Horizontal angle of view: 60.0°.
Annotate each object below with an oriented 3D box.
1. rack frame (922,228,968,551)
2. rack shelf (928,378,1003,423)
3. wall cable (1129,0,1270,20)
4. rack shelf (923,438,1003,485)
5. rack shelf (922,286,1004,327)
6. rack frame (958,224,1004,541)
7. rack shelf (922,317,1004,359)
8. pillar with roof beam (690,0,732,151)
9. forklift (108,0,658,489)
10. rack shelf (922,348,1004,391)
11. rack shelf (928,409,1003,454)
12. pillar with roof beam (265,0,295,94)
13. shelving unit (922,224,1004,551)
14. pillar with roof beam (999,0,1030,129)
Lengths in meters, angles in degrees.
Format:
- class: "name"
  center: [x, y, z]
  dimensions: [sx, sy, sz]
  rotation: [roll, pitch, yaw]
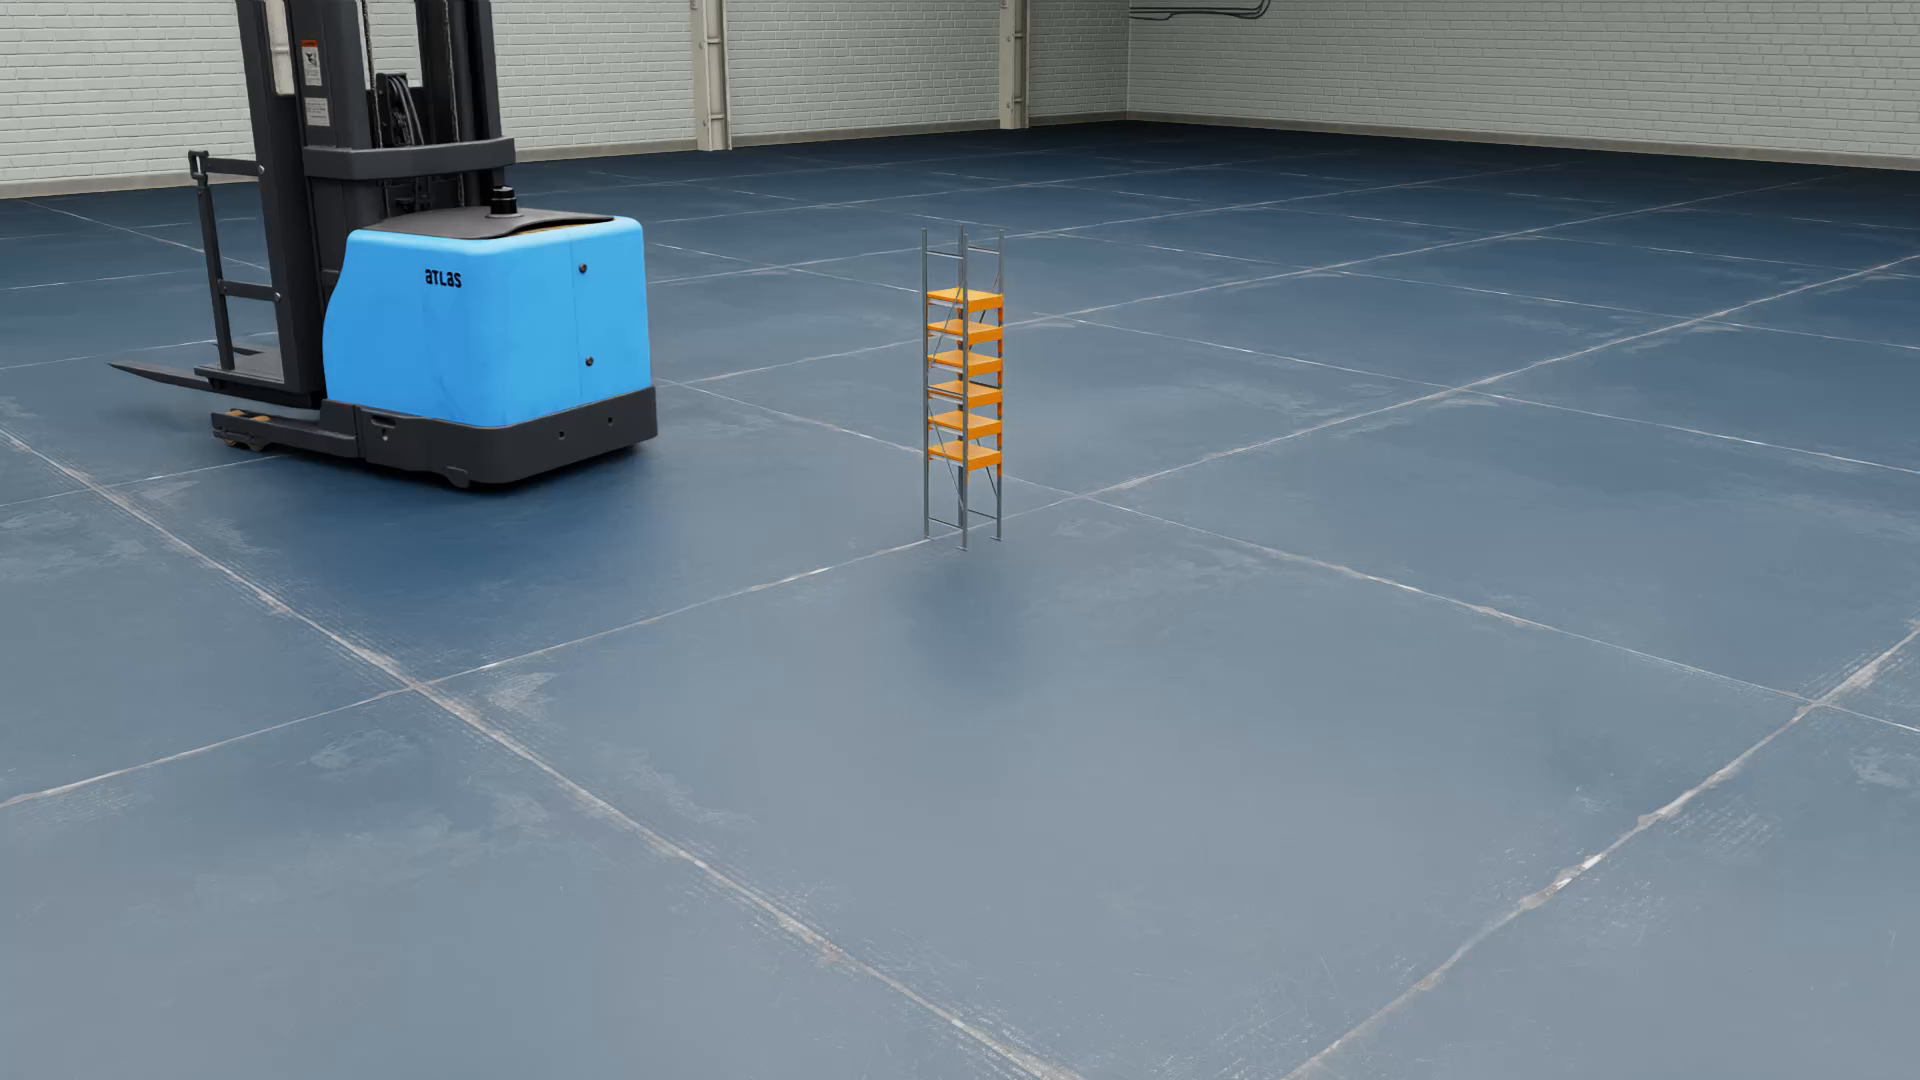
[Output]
- class: "rack frame"
  center: [-0.056, -0.554, 6.249]
  dimensions: [0.006, 1.200, 0.240]
  rotation: [-16, 24, -41]
- class: "rack shelf"
  center: [0.011, -0.532, 6.323]
  dimensions: [0.180, 0.103, 0.258]
  rotation: [-16, 24, -41]
- class: "wall cable"
  center: [3.935, -9.927, 27.547]
  dimensions: [0.112, 2.526, 3.097]
  rotation: [-16, 24, -41]
- class: "rack shelf"
  center: [0.011, -0.303, 6.397]
  dimensions: [0.180, 0.103, 0.258]
  rotation: [-16, 24, -41]
- class: "rack shelf"
  center: [0.011, -0.874, 6.212]
  dimensions: [0.180, 0.103, 0.258]
  rotation: [-16, 24, -41]
- class: "rack frame"
  center: [0.077, -0.593, 6.369]
  dimensions: [0.006, 1.200, 0.240]
  rotation: [-16, 24, -41]
- class: "rack shelf"
  center: [0.011, -0.760, 6.249]
  dimensions: [0.180, 0.103, 0.258]
  rotation: [-16, 24, -41]
- class: "pillar with roof beam"
  center: [-0.516, -8.840, 19.160]
  dimensions: [0.400, 9.000, 9.100]
  rotation: [-16, 24, -41]
- class: "forklift"
  center: [-2.932, -1.934, 7.696]
  dimensions: [3.031, 2.935, 1.130]
  rotation: [11, 21, 30]
- class: "rack shelf"
  center: [0.011, -0.646, 6.286]
  dimensions: [0.180, 0.103, 0.258]
  rotation: [-16, 24, -41]
- class: "rack shelf"
  center: [0.011, -0.417, 6.360]
  dimensions: [0.180, 0.103, 0.258]
  rotation: [-16, 24, -41]
- class: "pillar with roof beam"
  center: [-4.876, -7.569, 15.238]
  dimensions: [0.400, 9.000, 9.100]
  rotation: [-16, 24, -41]
- class: "shelving unit"
  center: [0.011, -0.574, 6.309]
  dimensions: [0.189, 1.200, 0.258]
  rotation: [-16, 24, -41]
- class: "pillar with roof beam"
  center: [3.844, -10.112, 23.081]
  dimensions: [0.400, 9.000, 9.100]
  rotation: [-16, 24, -41]
